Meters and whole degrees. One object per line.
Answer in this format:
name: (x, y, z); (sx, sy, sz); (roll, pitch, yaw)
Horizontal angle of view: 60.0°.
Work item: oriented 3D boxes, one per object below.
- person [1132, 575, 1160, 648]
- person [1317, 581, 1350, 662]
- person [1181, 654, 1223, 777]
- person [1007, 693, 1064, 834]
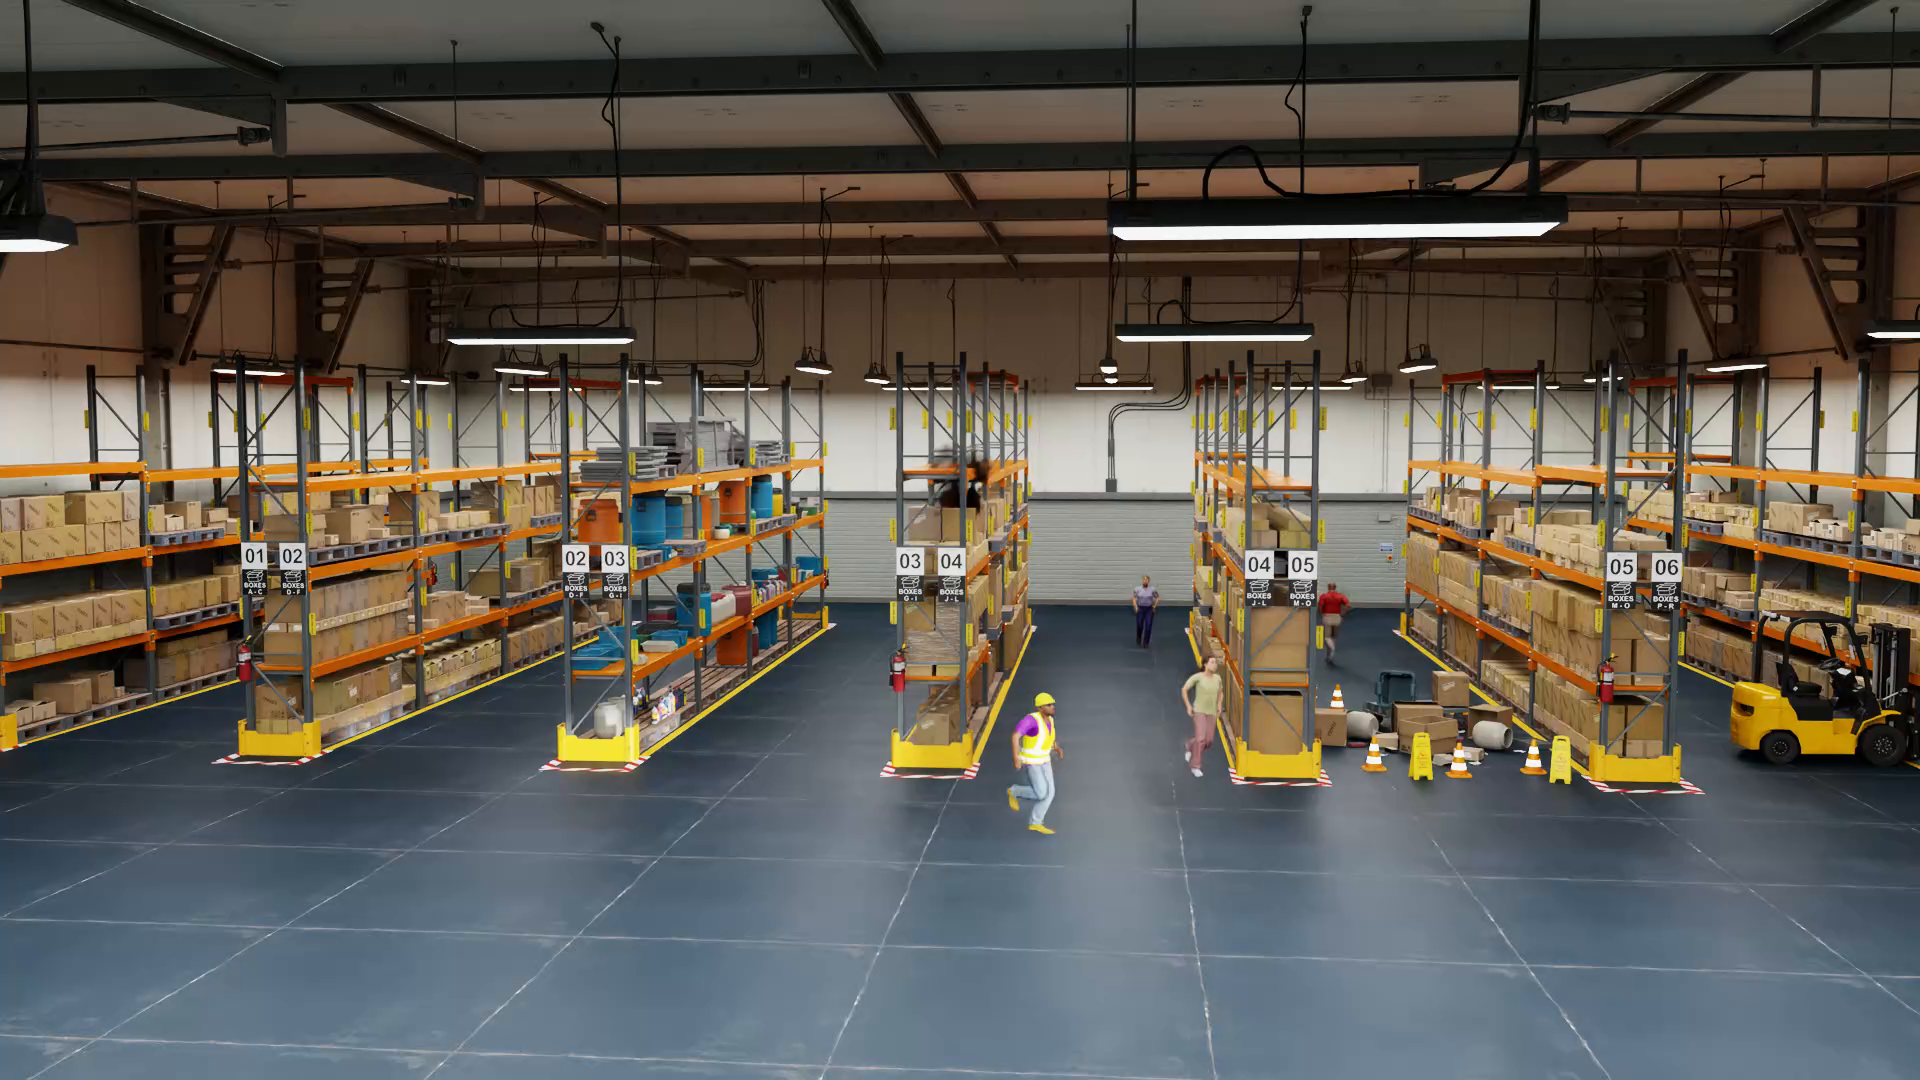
person: (4.126, 1.585, 36.888); (0.621, 1.617, 0.548); (0, 4, 4)
person: (7.709, 1.715, 34.438); (0.663, 1.730, 0.895); (0, 4, -4)
person: (3.323, 2.356, 22.609); (0.620, 1.618, 0.599); (-1, 4, -19)
person: (0.905, 2.719, 20.365); (0.701, 1.718, 0.739); (3, 5, 37)
